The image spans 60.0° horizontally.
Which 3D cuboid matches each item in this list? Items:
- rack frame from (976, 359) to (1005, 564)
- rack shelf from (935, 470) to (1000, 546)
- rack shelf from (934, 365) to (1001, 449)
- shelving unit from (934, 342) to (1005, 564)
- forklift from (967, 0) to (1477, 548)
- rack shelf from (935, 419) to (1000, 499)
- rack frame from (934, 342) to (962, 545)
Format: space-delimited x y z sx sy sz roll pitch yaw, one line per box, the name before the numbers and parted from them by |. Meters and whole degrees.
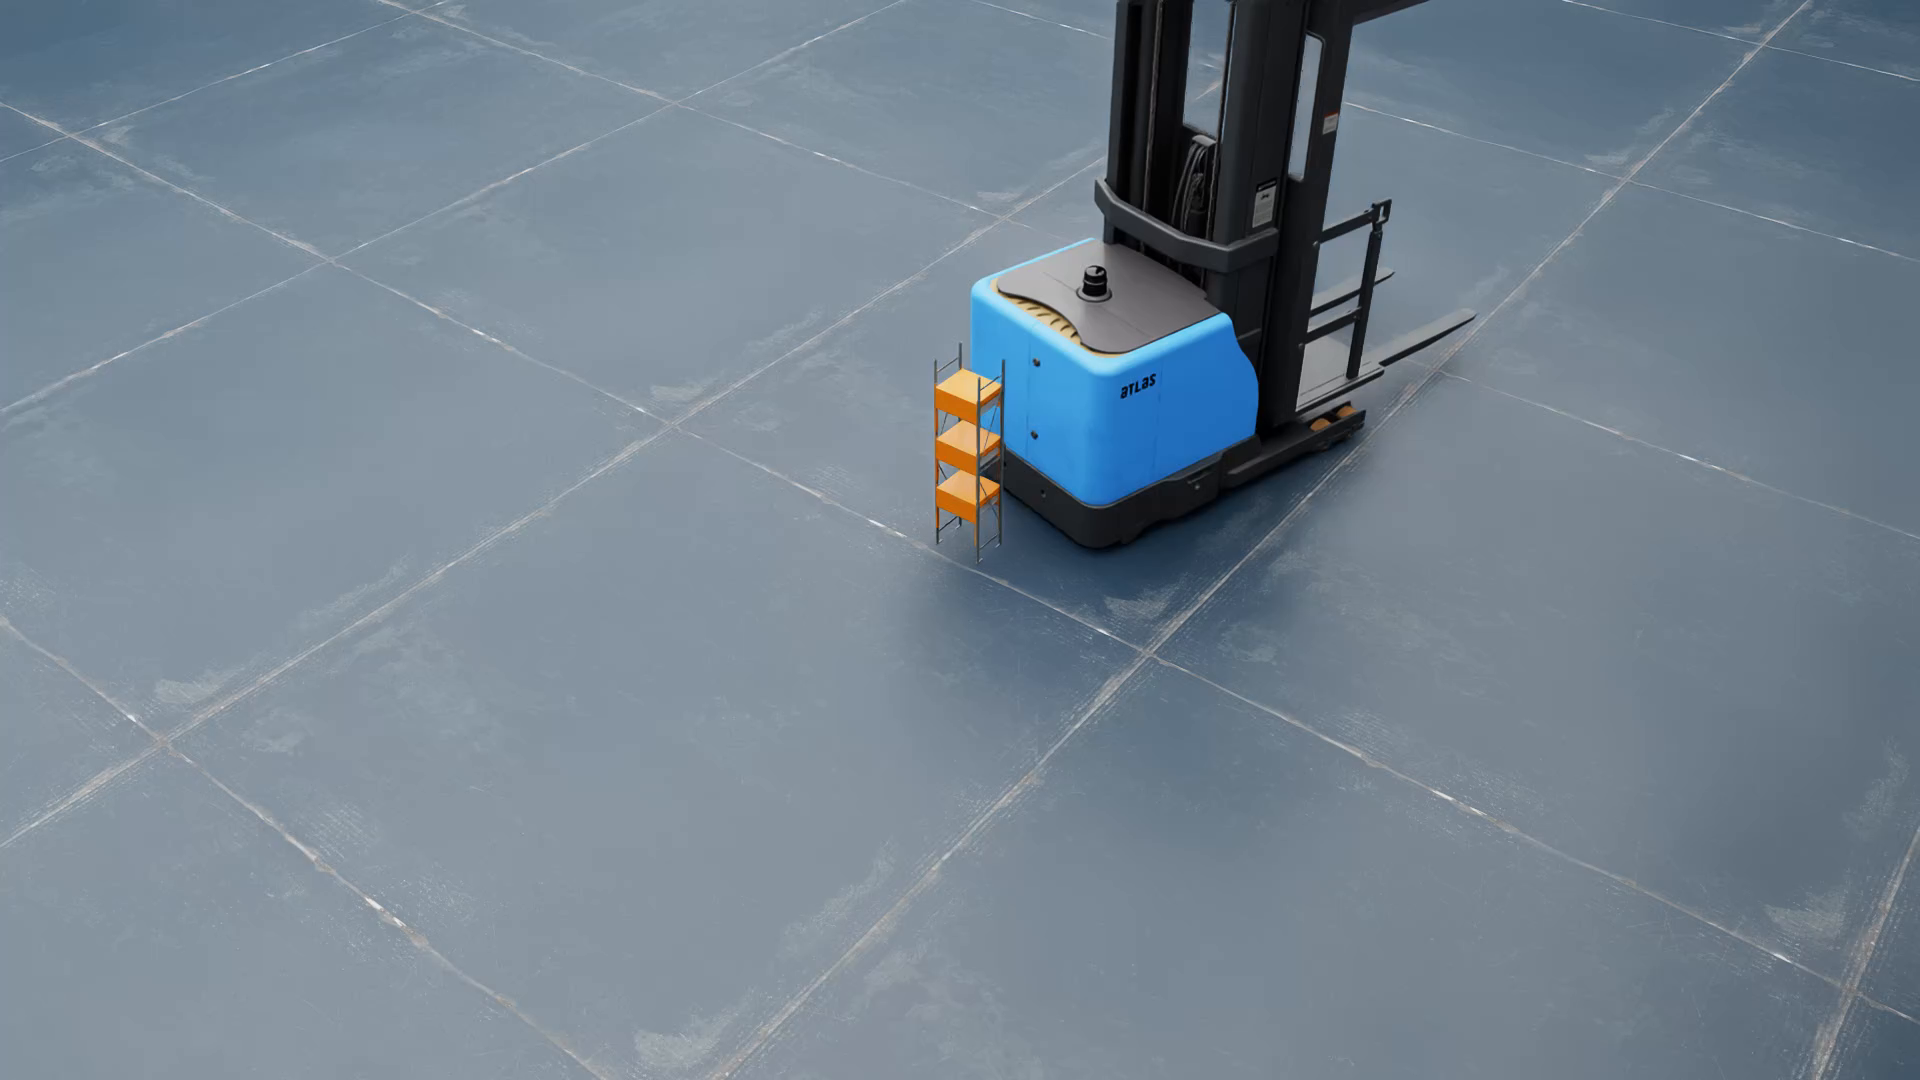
rack frame | 0.139 -0.348 7.703 0.008 1.050 0.200 25 45 29
rack shelf | 0.042 -0.166 7.939 0.240 0.259 0.215 25 45 29
rack shelf | 0.042 -0.608 7.593 0.240 0.259 0.215 25 45 29
shelving unit | 0.042 -0.393 7.762 0.252 1.050 0.215 25 45 29
forklift | 1.517 -1.856 8.104 3.031 2.935 1.130 -25 45 -29
rack shelf | 0.042 -0.385 7.768 0.240 0.259 0.215 25 45 29
rack frame | -0.054 -0.439 7.820 0.008 1.050 0.200 25 45 29
